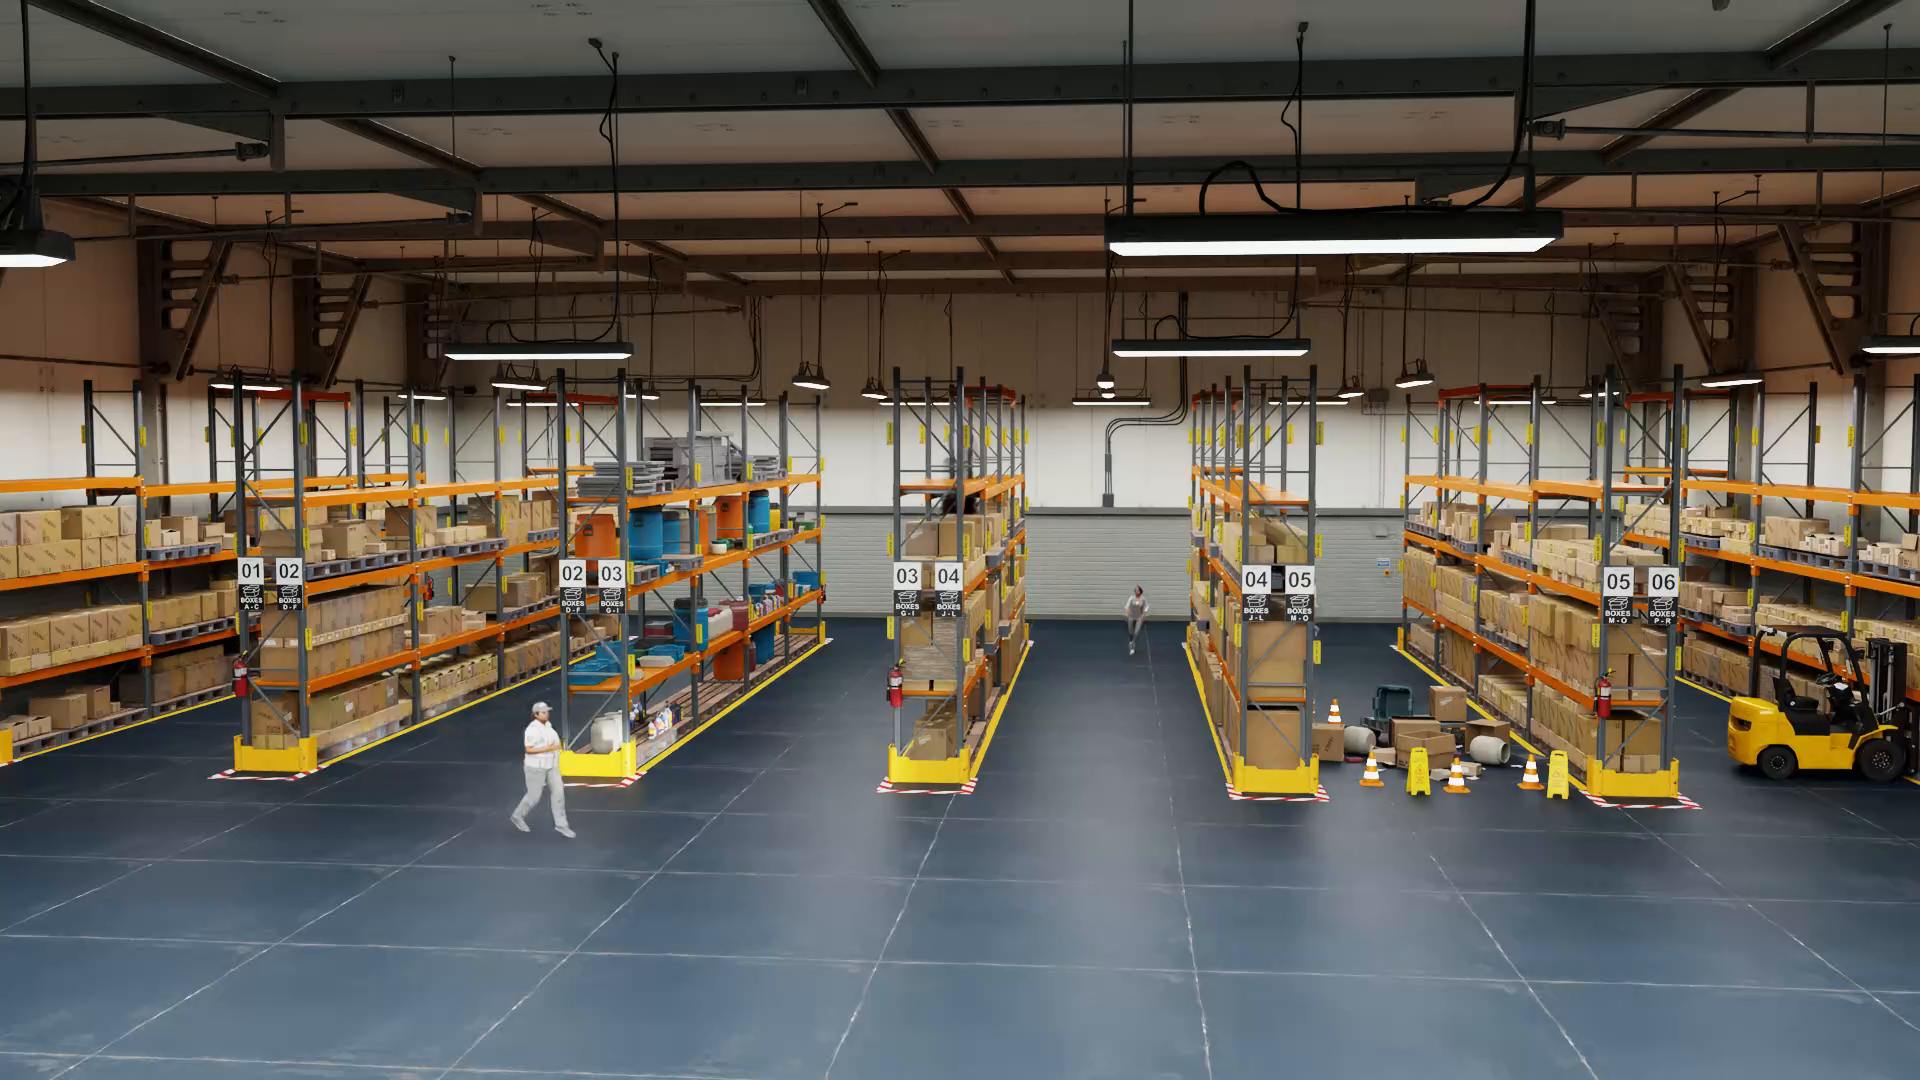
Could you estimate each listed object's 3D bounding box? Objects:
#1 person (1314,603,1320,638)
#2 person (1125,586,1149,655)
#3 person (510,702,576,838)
[{"bbox_3d":[8.482,1.664,40.508,0.591,1.673,0.570,0,4,8],"label":"person"},{"bbox_3d":[4.087,1.845,38.386,0.552,1.580,0.701,1,4,11],"label":"person"},{"bbox_3d":[-5.227,2.862,20.766,0.874,1.691,0.598,2,4,25],"label":"person"}]
